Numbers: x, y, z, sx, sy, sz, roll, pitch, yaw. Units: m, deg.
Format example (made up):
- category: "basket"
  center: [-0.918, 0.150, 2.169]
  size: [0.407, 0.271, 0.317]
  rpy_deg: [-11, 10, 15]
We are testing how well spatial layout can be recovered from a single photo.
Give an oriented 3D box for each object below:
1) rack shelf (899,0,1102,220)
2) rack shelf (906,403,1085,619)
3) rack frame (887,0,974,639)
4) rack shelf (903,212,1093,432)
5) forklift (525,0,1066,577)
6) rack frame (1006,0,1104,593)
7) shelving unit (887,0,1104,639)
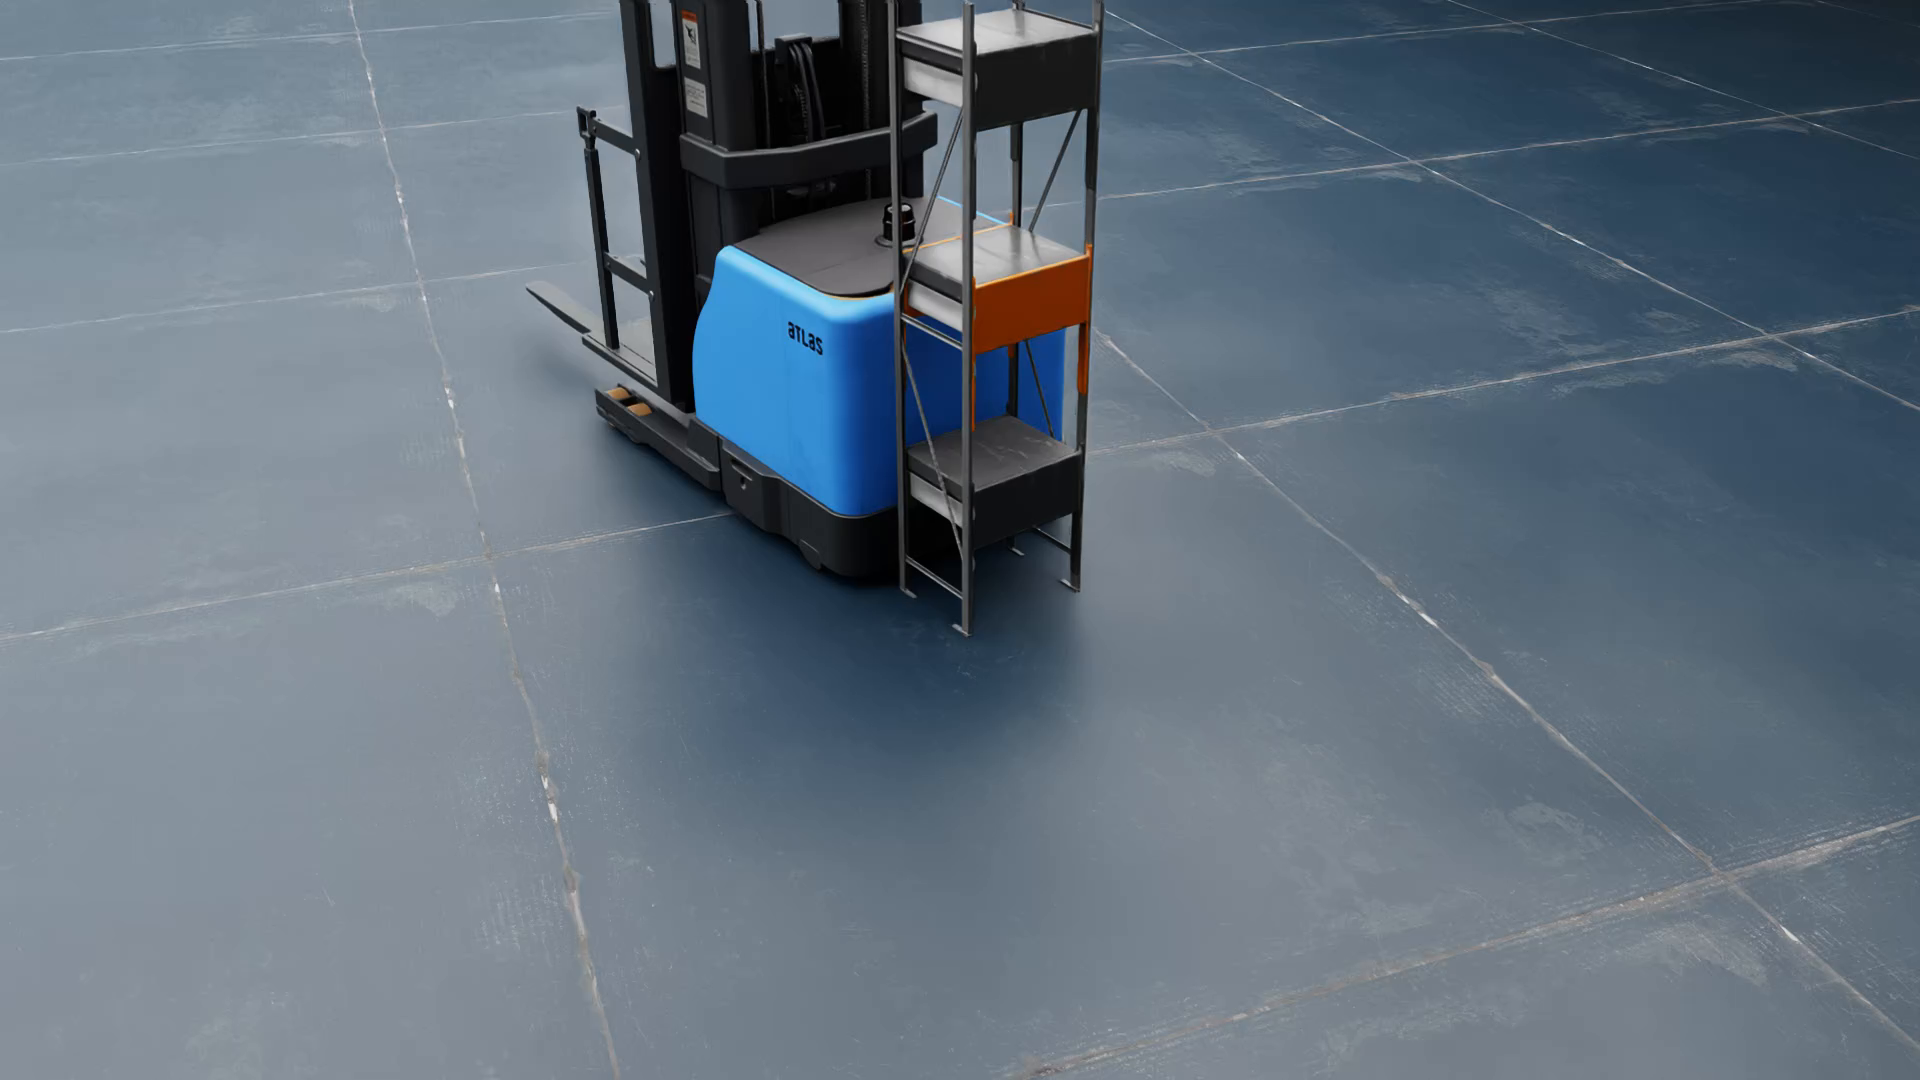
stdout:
- category: "rack shelf"
  center: [0.106, -1.327, 5.071]
  size: [0.480, 0.518, 0.431]
  rpy_deg: [-21, 36, -32]
- category: "rack shelf"
  center: [0.106, -0.111, 5.764]
  size: [0.480, 0.518, 0.431]
  rpy_deg: [-21, 36, -32]
- category: "rack frame"
  center: [-0.088, -0.657, 5.282]
  size: [0.015, 2.100, 0.400]
  rpy_deg: [-21, 36, -32]
- category: "rack shelf"
  center: [0.106, -0.719, 5.418]
  size: [0.480, 0.518, 0.431]
  rpy_deg: [-21, 36, -32]
- category: "forklift"
  center: [-0.894, -1.811, 6.467]
  size: [1.130, 2.935, 3.031]
  rpy_deg: [-21, 36, -32]
- category: "rack frame"
  center: [0.299, -0.804, 5.540]
  size: [0.015, 2.100, 0.400]
  rpy_deg: [-21, 36, -32]
- category: "shelving unit"
  center: [0.106, -0.731, 5.411]
  size: [0.503, 2.100, 0.431]
  rpy_deg: [-21, 36, -32]
